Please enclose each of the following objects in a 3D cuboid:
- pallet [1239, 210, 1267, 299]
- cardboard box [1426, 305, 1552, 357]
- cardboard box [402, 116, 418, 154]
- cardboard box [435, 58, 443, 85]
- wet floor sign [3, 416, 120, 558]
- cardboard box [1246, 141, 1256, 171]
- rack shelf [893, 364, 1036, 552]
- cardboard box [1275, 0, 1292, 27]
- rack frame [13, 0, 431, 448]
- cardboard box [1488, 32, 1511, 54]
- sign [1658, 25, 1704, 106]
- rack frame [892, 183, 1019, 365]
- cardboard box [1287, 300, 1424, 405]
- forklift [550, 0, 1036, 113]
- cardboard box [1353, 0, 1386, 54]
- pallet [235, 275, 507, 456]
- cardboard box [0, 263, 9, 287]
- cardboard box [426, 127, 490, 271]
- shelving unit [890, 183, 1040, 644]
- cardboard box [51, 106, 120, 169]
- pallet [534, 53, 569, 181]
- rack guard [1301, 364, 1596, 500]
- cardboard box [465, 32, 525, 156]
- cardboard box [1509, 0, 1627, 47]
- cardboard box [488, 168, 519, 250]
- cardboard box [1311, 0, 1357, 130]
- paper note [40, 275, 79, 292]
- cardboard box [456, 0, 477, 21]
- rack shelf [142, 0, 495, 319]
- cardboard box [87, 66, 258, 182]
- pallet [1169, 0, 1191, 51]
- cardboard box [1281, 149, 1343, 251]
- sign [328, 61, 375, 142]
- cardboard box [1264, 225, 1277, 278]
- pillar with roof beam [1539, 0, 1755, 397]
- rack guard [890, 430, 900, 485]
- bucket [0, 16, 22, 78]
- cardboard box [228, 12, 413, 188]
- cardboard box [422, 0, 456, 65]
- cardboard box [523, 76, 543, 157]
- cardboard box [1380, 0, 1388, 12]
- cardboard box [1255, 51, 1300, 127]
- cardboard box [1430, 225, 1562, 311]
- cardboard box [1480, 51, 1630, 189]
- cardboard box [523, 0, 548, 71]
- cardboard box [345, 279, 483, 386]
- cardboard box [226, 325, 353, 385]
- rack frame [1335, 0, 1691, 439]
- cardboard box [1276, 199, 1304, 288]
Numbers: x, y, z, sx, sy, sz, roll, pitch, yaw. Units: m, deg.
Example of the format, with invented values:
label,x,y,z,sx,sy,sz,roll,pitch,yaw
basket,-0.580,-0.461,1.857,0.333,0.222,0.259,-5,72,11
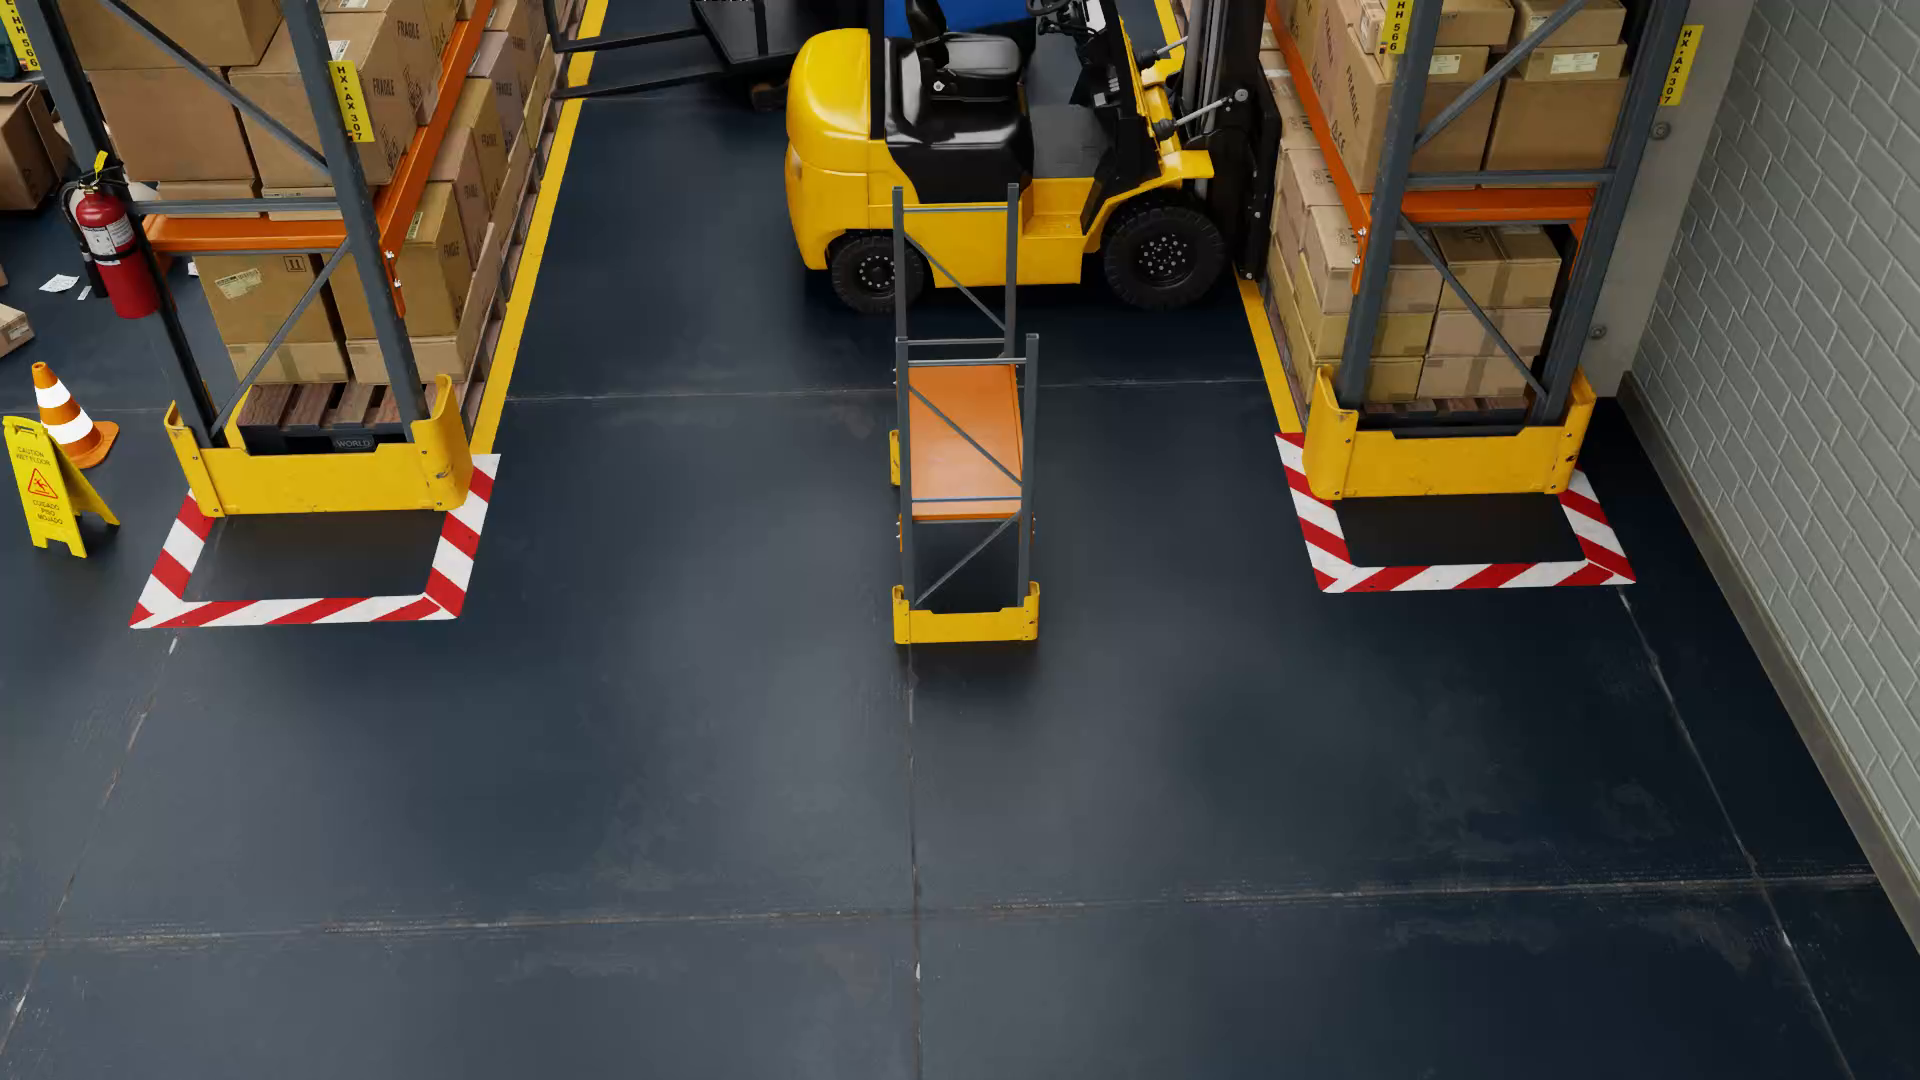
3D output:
label,x,y,z,sx,sy,sz,roll,pitch,yaw
pallet,2.037,-1.742,8.994,1.003,0.211,1.213,-2,43,-2
cardboard box,2.348,-1.082,7.564,0.500,0.250,0.500,-1,43,-1
cardboard box,-2.562,-1.782,7.160,0.380,0.149,0.250,-3,43,-3
cardboard box,-2.571,-2.128,7.538,0.380,0.149,0.250,-1,43,-1
wet floor sign,-3.860,-0.261,7.057,0.267,0.644,0.232,12,44,13
cardboard box,1.756,-2.103,8.678,0.500,0.250,0.500,-2,43,-2
rack shelf,0.004,-0.363,6.802,0.538,0.185,1.000,-2,43,-2
cardboard box,1.810,-2.830,8.043,0.500,0.500,0.500,-1,43,-2
rack frame,-2.799,-1.288,6.435,1.000,3.000,0.127,-2,43,-2
cardboard box,2.331,-2.110,6.778,0.380,0.149,0.250,-2,43,-2
sign,2.715,-1.793,6.287,0.100,0.325,0.005,-2,43,-2
rack frame,-0.018,-0.838,7.055,0.500,1.500,0.032,-2,43,-2
cardboard box,1.824,-0.882,7.717,0.500,0.250,0.500,-1,43,-1
forklift,-1.093,-4.074,9.525,3.031,2.935,1.130,-14,44,-15
cardboard box,1.825,-2.106,6.774,0.380,0.149,0.250,-1,43,-1
pallet,-2.801,-0.861,8.033,1.003,0.211,1.213,-2,43,-2
cardboard box,-5.403,-1.481,8.493,0.797,0.503,0.637,-32,51,-30
cardboard box,-2.585,-1.627,7.974,0.500,0.500,0.500,-3,43,-3
shelving unit,0.003,-0.501,6.687,0.587,1.500,1.083,-2,43,-2
cardboard box,-5.079,-2.369,9.638,0.258,0.266,0.396,-32,51,-30
pallet,-2.905,-2.508,9.830,1.003,0.211,1.213,-2,43,-2
rack guard,2.161,-0.495,7.420,1.175,0.500,0.348,-2,43,-2
cardboard box,-2.630,-2.326,8.737,0.500,0.500,0.500,0,43,0
cardboard box,2.359,-2.051,6.494,0.380,0.149,0.250,-2,43,-3
cardboard box,-2.607,-1.694,8.603,0.500,0.250,0.500,1,43,1
cardboard box,1.864,-2.145,7.296,0.500,0.500,0.500,0,43,0
paper note,-4.714,-1.348,8.706,0.148,0.019,0.142,12,44,13
cardboard box,-2.576,-2.655,8.113,0.380,0.149,0.250,-1,43,-1
rack shelf,-2.884,-2.373,8.151,1.077,0.370,4.000,-2,43,-2
cardboard box,-3.097,-1.793,6.692,0.500,0.500,0.500,-2,43,-3
pallet,1.920,-3.601,11.023,1.003,0.211,1.213,-2,43,-2
cardboard box,1.801,-1.589,7.748,0.500,0.250,0.500,-1,43,-1
sign,-2.257,-1.623,6.160,0.100,0.325,0.005,-2,43,-2
cardboard box,1.800,-1.556,8.452,0.500,0.250,0.500,-1,43,-1
pillar with roof beam,-1.270,-4.017,4.972,9.100,9.000,0.400,-2,43,-2
rack guard,-0.018,-0.377,7.476,0.587,0.250,0.087,-2,43,-2
bucket,-5.601,-3.106,9.716,0.726,0.611,0.620,12,34,13
cardboard box,-2.542,-1.762,6.658,0.500,0.500,0.500,-2,43,-2
cardboard box,-2.590,-2.456,7.415,0.500,0.500,0.500,-2,43,-3
cardboard box,-2.643,-2.379,9.349,0.500,0.250,0.500,-3,43,-3
cardboard box,1.893,-2.220,6.678,0.380,0.149,0.250,-2,43,-2
cardboard box,1.756,-2.272,8.493,0.500,0.250,0.500,-2,43,-3
cardboard box,2.329,-1.272,7.402,0.500,0.250,0.500,-2,43,-2
cardboard box,2.416,-1.812,6.933,0.500,0.500,0.500,0,43,0
cardboard box,-2.676,-3.014,9.487,0.500,0.500,0.500,-2,43,-2
cardboard box,-2.557,-0.981,7.825,0.500,0.250,0.500,-2,43,-2
cardboard box,-3.103,-0.983,7.827,0.500,0.250,0.500,-2,43,-2
rack frame,2.160,-1.433,6.593,1.000,3.000,0.127,-2,43,-2
cardboard box,1.816,-1.417,7.930,0.500,0.250,0.500,-2,43,-2
